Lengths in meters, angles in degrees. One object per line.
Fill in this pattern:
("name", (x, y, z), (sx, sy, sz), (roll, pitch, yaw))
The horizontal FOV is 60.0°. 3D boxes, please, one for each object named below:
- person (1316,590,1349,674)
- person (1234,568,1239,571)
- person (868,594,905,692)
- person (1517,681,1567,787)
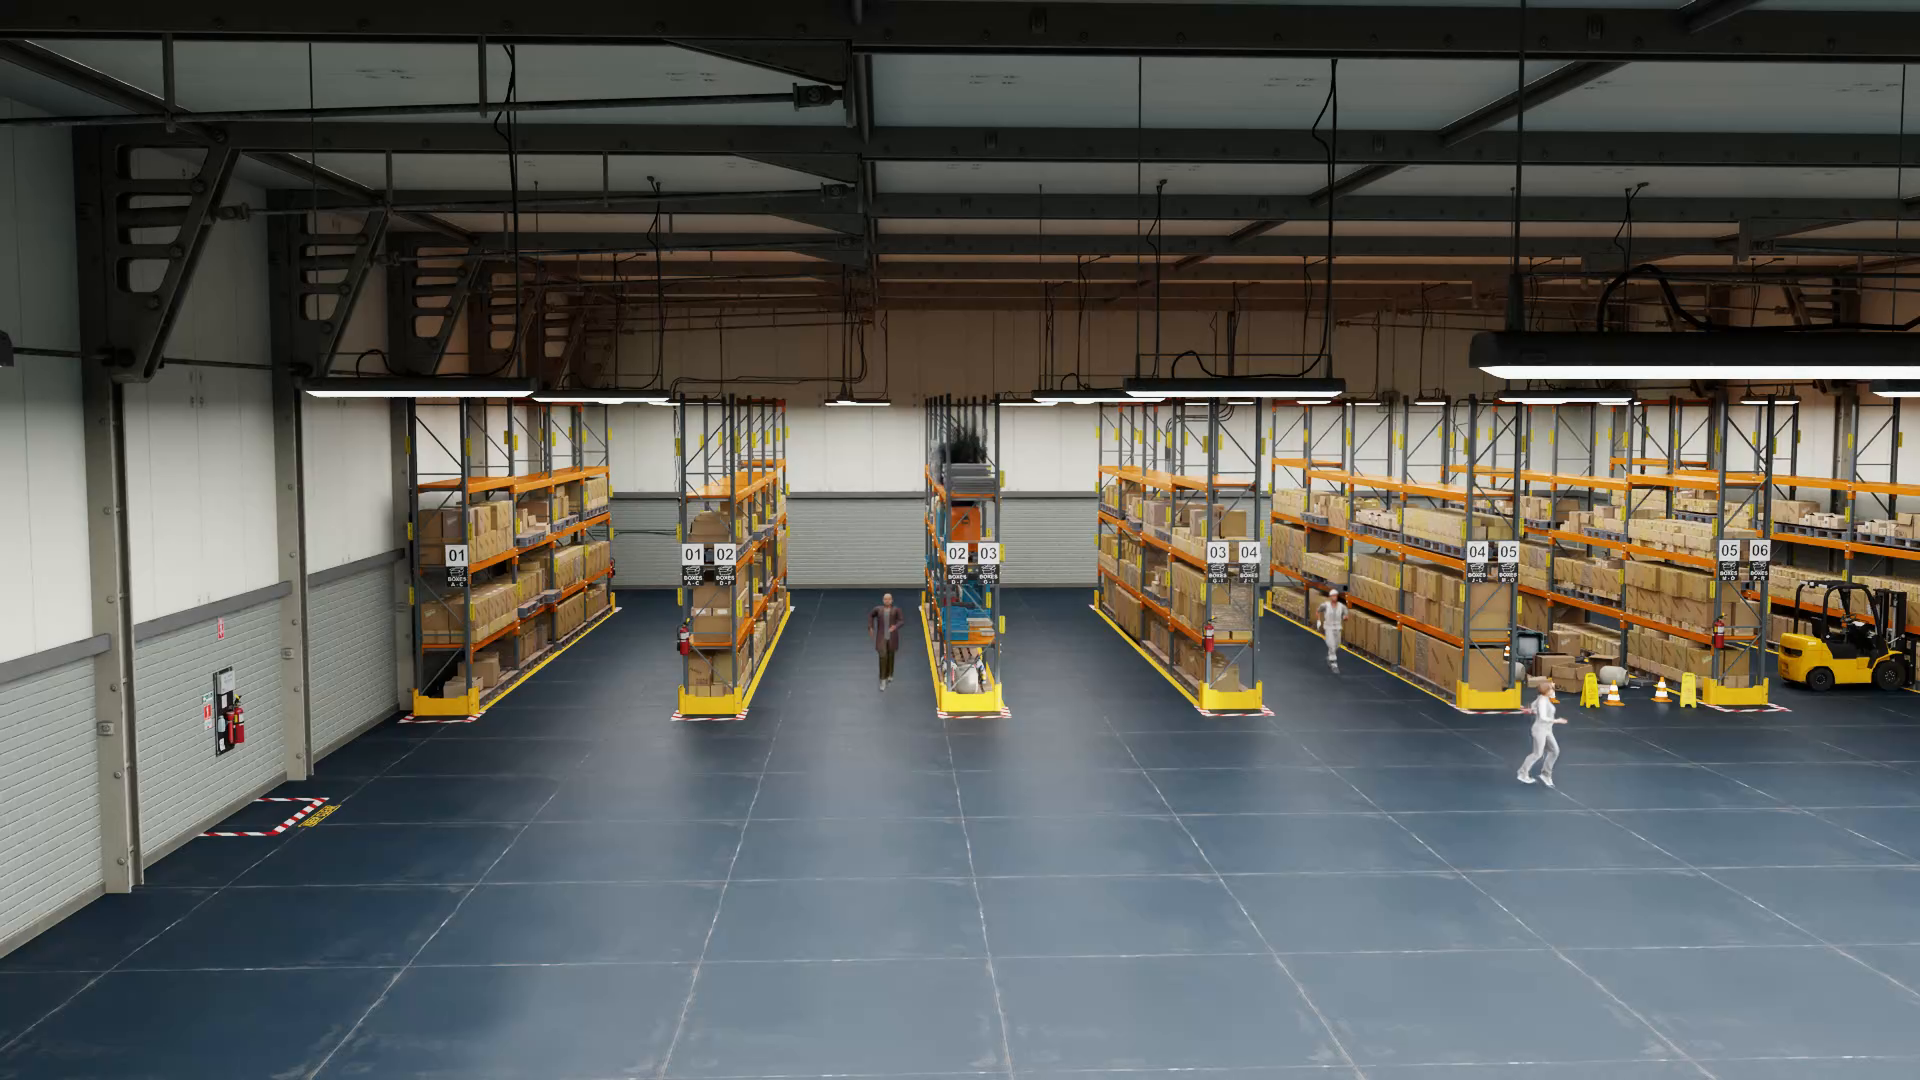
("person", (8.073, 1.950, 36.002), (0.663, 1.777, 1.004), (0, 5, -5))
("person", (8.120, 1.020, 48.387), (0.924, 1.764, 0.706), (-2, 5, -26))
("person", (-1.447, 1.996, 32.769), (0.737, 1.894, 0.770), (0, 5, -1))
("person", (8.814, 2.953, 25.151), (0.696, 1.656, 0.557), (2, 5, 28))
